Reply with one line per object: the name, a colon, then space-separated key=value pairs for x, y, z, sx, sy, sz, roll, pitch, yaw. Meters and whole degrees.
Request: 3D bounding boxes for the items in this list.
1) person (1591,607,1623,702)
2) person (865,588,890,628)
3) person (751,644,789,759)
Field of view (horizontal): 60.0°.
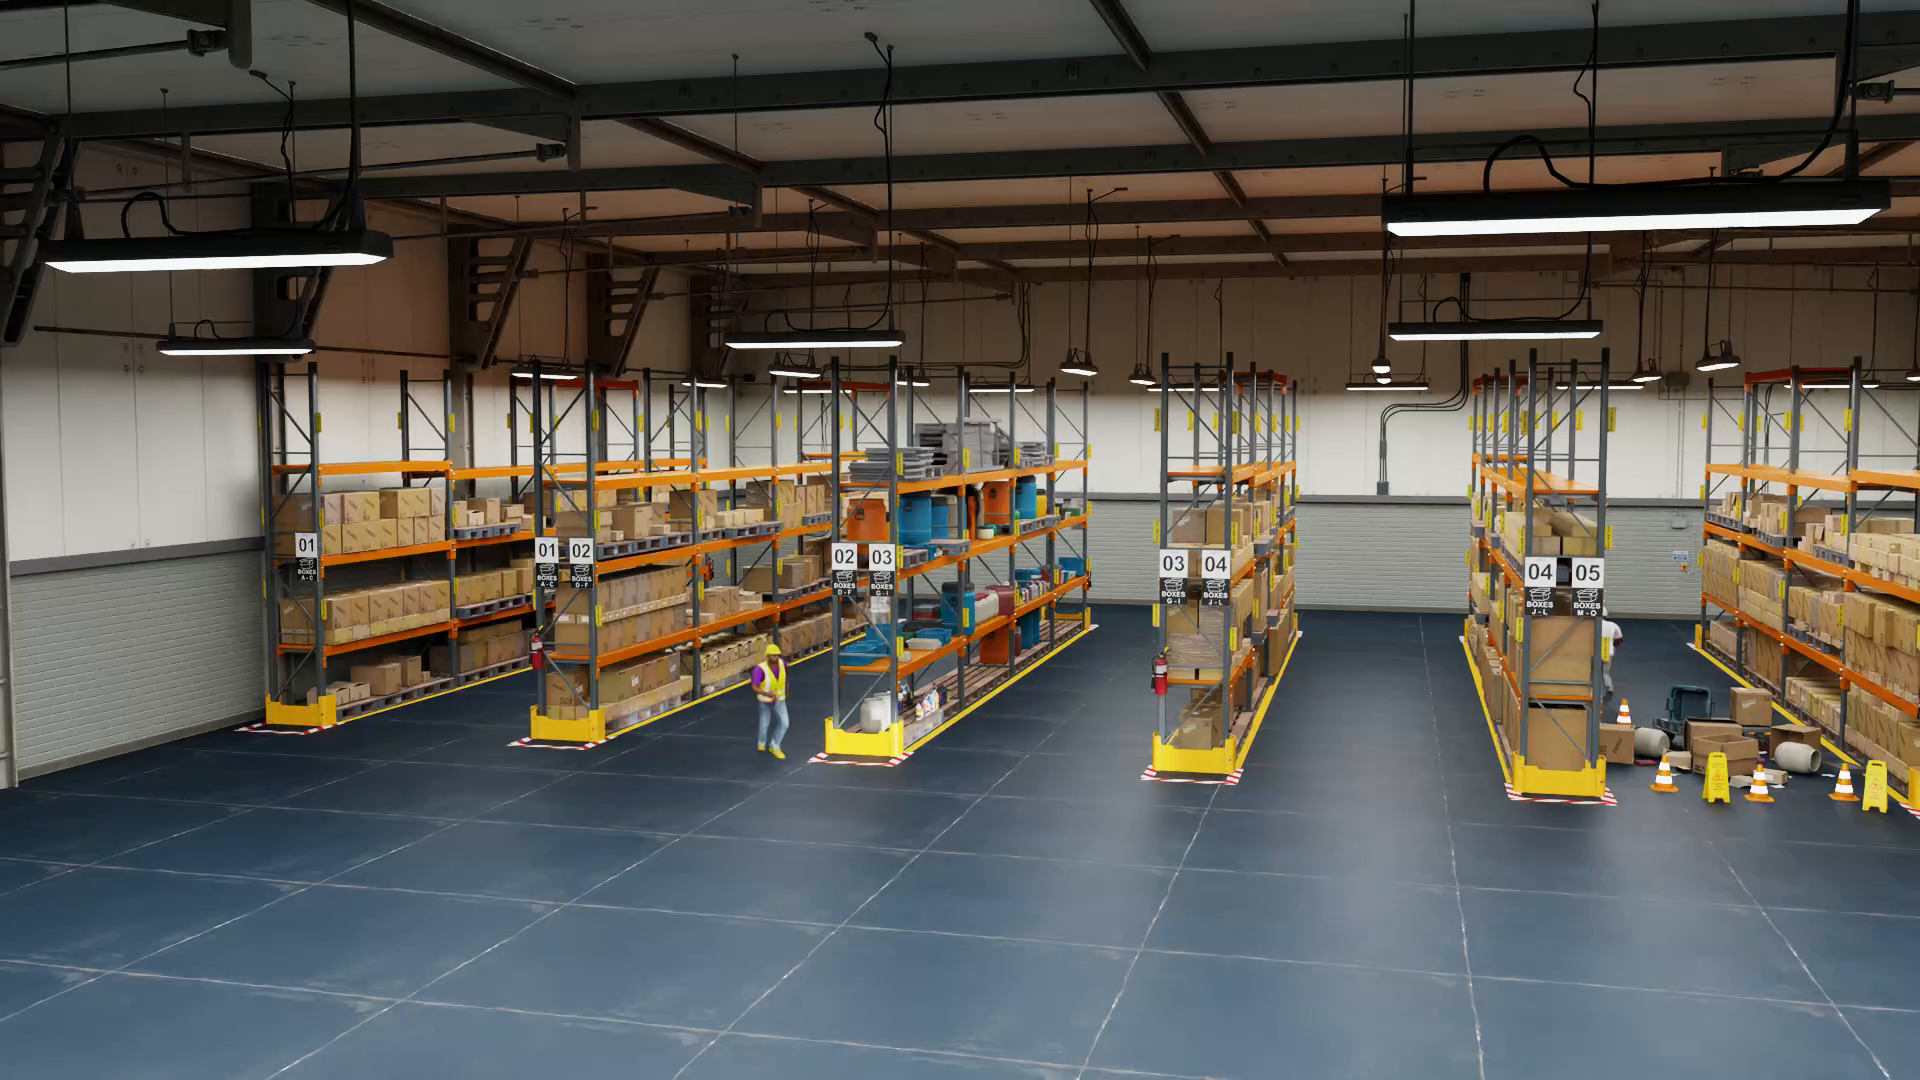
person: x=11.486 y=2.064 z=29.679 sx=0.703 sy=1.712 sz=0.747 roll=1 pitch=4 yaw=7
person: x=-1.739 y=1.592 z=35.852 sx=0.670 sy=1.792 sz=0.713 roll=0 pitch=4 yaw=5
person: x=-2.844 y=2.404 z=24.879 sx=0.693 sy=1.745 sz=0.794 roll=-2 pitch=4 yaw=-25
